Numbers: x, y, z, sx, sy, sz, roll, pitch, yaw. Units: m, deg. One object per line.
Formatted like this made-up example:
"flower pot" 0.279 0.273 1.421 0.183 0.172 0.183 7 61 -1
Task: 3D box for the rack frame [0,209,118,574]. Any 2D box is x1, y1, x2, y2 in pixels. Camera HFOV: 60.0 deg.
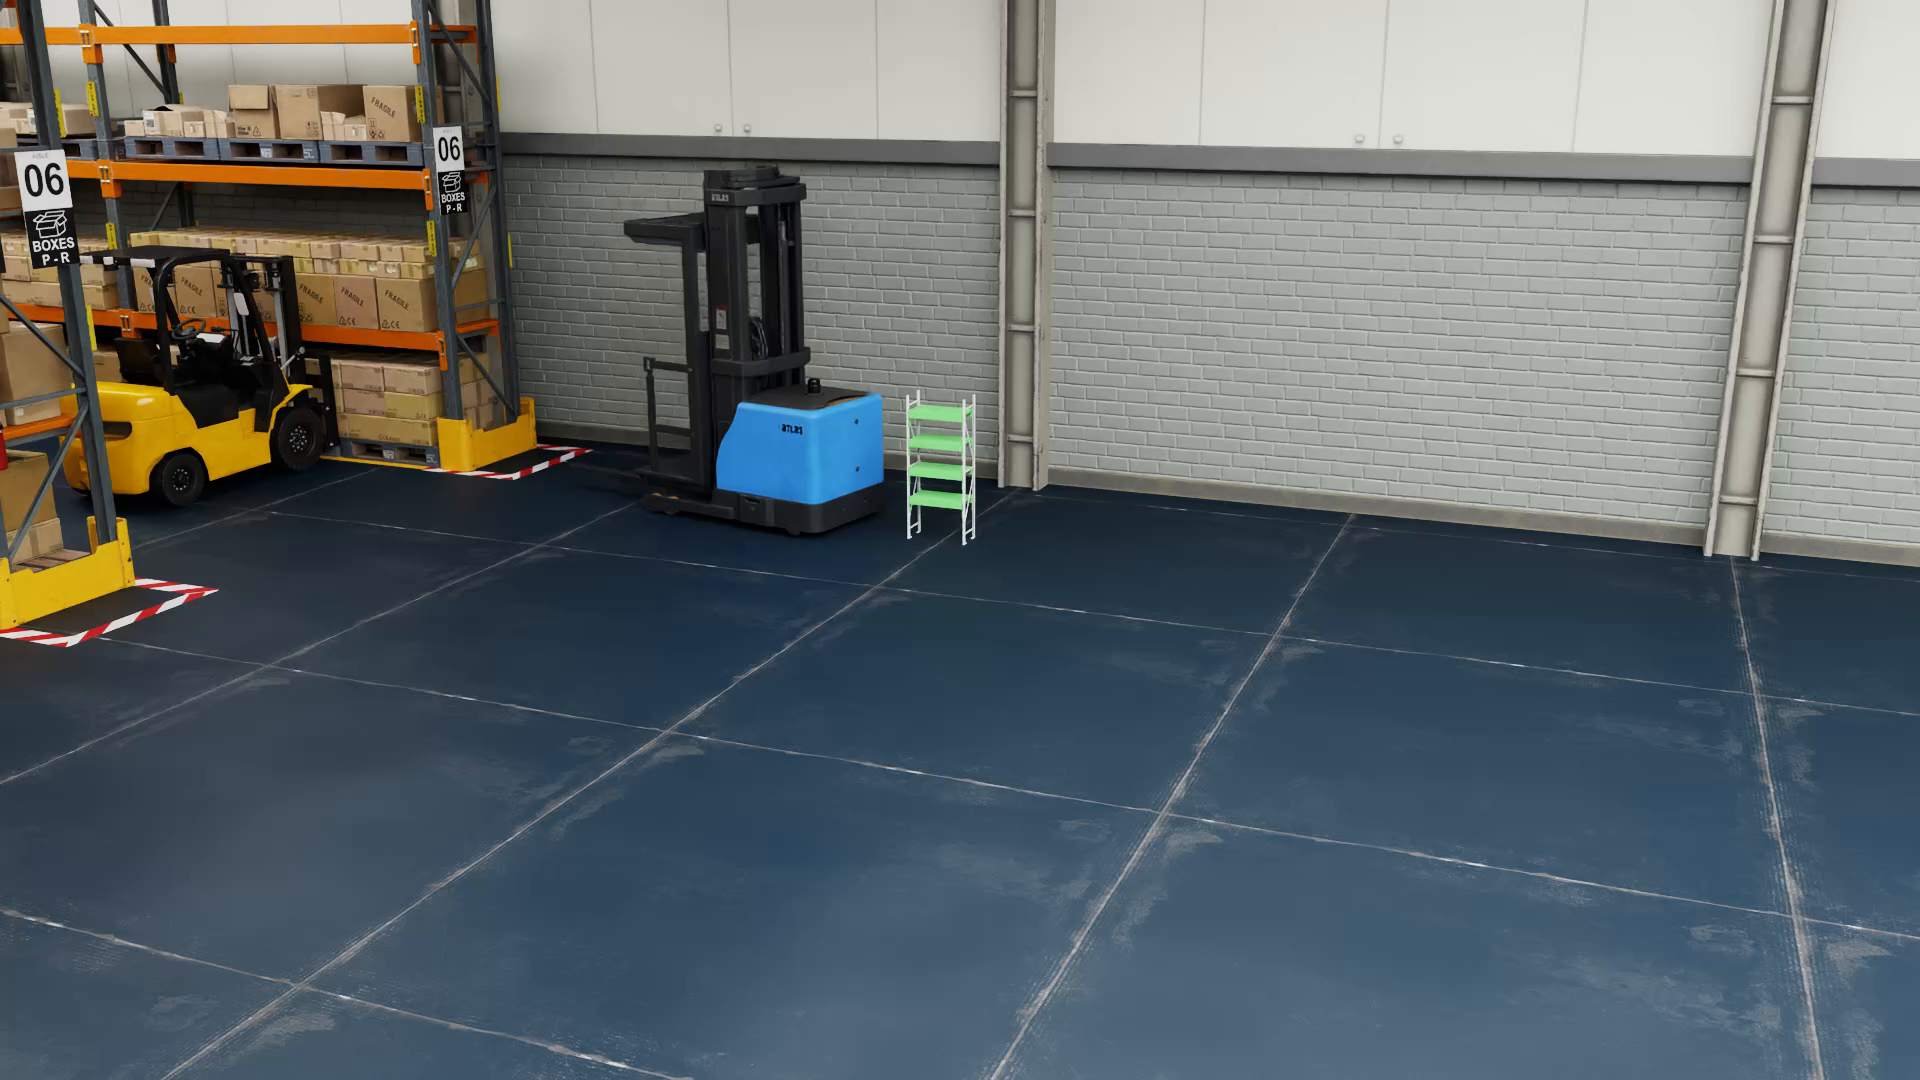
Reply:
"rack frame" -6.496 -0.972 11.642 0.127 3.000 1.000 6 17 21

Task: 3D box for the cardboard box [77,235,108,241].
"cardboard box" -9.355 -3.208 18.000 0.250 0.149 0.380 6 17 20

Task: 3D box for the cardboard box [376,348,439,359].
"cardboard box" -5.522 -1.770 16.774 0.500 0.250 0.500 6 17 21

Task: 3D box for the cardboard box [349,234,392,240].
"cardboard box" -5.873 -2.961 16.615 0.250 0.149 0.380 7 18 22

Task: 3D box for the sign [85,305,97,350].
"sign" -6.297 -1.529 12.006 0.005 0.325 0.100 6 17 21

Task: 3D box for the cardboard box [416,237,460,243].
"cardboard box" -5.137 -2.895 16.391 0.250 0.149 0.380 7 18 23

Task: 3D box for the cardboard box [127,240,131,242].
"cardboard box" -8.648 -3.120 17.698 0.250 0.149 0.380 6 17 19

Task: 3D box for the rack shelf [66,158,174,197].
"rack shelf" -10.260 -3.969 17.874 4.000 0.370 1.077 6 17 21

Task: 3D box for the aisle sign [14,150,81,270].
"aisle sign" -6.325 -2.295 11.535 0.004 0.787 0.394 6 17 21

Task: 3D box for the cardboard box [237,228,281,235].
"cardboard box" -7.266 -3.148 17.260 0.250 0.149 0.380 6 17 20

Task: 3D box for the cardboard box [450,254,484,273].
"cardboard box" -4.899 -2.721 16.325 0.250 0.149 0.380 6 17 19

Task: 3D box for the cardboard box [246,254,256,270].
"cardboard box" -7.019 -2.789 16.559 0.250 0.149 0.380 6 17 19

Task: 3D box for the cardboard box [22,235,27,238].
"cardboard box" -10.049 -3.288 18.277 0.250 0.149 0.380 6 17 21

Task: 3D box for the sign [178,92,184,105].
"sign" -8.197 -4.540 17.482 0.005 0.325 0.100 6 17 21

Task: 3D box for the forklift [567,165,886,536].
"forklift" -2.158 -1.735 14.393 3.031 2.935 1.130 10 19 31

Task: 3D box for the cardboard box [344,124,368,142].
"cardboard box" -5.561 -3.835 15.643 0.250 0.149 0.380 6 17 19

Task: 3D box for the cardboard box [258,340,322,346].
"cardboard box" -6.928 -1.927 17.317 0.500 0.250 0.500 6 17 21

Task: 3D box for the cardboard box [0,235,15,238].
"cardboard box" -10.450 -3.198 17.966 0.250 0.149 0.380 6 17 21

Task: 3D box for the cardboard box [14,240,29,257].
"cardboard box" -9.768 -3.102 17.635 0.250 0.149 0.380 6 17 19

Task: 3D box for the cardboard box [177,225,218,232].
"cardboard box" -7.991 -3.217 17.499 0.250 0.149 0.380 6 17 21

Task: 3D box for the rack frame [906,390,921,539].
"rack frame" -0.381 -0.618 13.651 0.015 1.200 0.240 6 17 21

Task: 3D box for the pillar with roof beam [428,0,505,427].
"pillar with roof beam" -6.575 -4.329 12.446 0.400 9.000 9.100 6 17 21

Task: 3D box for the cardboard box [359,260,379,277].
"cardboard box" -5.571 -2.643 16.055 0.250 0.149 0.380 7 17 22

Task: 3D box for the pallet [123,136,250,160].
"pallet" -7.596 -3.987 16.804 1.213 0.211 1.003 6 17 21

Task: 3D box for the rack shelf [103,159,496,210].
"rack shelf" -6.539 -3.560 16.465 4.000 0.370 1.077 6 17 21

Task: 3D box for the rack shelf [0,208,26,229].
"rack shelf" -8.357 -2.272 12.029 4.000 0.370 1.077 6 17 21

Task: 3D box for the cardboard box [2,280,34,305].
"cardboard box" -9.885 -2.689 17.827 0.500 0.250 0.500 6 17 21

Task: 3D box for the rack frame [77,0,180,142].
"rack frame" -8.399 -5.550 16.651 0.127 3.000 1.000 6 17 21

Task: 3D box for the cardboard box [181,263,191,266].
"cardboard box" -7.705 -2.882 16.879 0.250 0.149 0.380 6 17 21

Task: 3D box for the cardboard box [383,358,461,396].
"cardboard box" -5.221 -1.587 16.147 0.500 0.250 0.500 7 18 22

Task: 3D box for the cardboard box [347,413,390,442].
"cardboard box" -5.690 -1.161 16.470 0.500 0.250 0.500 6 17 21

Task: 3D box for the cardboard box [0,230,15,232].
"cardboard box" -10.772 -3.363 18.535 0.250 0.149 0.380 6 17 20

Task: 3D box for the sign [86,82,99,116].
"sign" -8.589 -4.367 16.465 0.005 0.325 0.100 6 17 21

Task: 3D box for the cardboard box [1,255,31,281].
"cardboard box" -9.905 -2.926 17.743 0.500 0.250 0.500 7 17 22

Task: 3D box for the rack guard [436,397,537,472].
"rack guard" -4.656 -1.057 16.418 0.348 0.500 1.175 6 17 21

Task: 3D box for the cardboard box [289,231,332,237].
"cardboard box" -6.588 -3.044 16.902 0.250 0.149 0.380 7 18 22

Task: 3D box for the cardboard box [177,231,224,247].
"cardboard box" -7.695 -3.035 16.871 0.250 0.149 0.380 6 17 20

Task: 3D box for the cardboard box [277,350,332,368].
"cardboard box" -6.640 -1.741 16.676 0.500 0.250 0.500 6 17 20

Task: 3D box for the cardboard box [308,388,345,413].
"cardboard box" -6.196 -1.451 16.575 0.500 0.250 0.500 6 17 19

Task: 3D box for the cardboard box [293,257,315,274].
"cardboard box" -6.306 -2.707 16.275 0.250 0.149 0.380 6 17 21

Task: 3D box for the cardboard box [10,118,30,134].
"cardboard box" -9.534 -4.272 17.148 0.250 0.149 0.380 6 17 20

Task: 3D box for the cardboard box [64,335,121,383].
"cardboard box" -9.608 -1.862 18.214 0.625 0.625 0.875 6 17 20

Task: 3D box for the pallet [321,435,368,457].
"pallet" -6.536 -1.113 17.130 1.213 0.211 1.003 6 17 21

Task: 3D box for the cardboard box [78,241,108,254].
"cardboard box" -9.045 -3.028 17.380 0.250 0.149 0.380 6 17 20

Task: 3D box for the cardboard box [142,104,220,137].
"cardboard box" -7.715 -4.168 16.498 0.500 0.311 0.500 7 17 22

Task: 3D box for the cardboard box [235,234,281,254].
"cardboard box" -6.984 -2.951 16.581 0.250 0.149 0.380 6 17 20

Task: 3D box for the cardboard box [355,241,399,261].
"cardboard box" -5.583 -2.781 15.997 0.250 0.149 0.380 7 17 22

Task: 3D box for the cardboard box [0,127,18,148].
"cardboard box" -6.752 -2.764 11.455 0.250 0.149 0.380 6 17 20

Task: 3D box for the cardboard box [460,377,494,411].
"cardboard box" -5.040 -1.483 16.684 0.500 0.250 0.500 7 17 22

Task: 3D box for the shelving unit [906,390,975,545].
"shelving unit" -0.154 -0.593 13.565 0.503 1.200 0.258 6 17 21

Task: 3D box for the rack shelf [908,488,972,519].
"rack shelf" -0.154 -0.301 13.649 0.480 0.148 0.258 6 17 21

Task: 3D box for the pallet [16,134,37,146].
"pallet" -10.415 -4.268 17.954 1.213 0.211 1.003 7 18 23

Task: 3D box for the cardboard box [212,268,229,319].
"cardboard box" -7.120 -2.503 16.738 0.500 0.500 0.500 6 17 20

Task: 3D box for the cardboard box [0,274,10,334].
"cardboard box" -7.051 -1.639 11.432 0.500 0.500 0.700 6 17 19

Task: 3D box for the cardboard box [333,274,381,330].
"cardboard box" -5.712 -2.346 16.194 0.500 0.500 0.500 7 18 22

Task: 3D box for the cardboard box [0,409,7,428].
"cardboard box" -6.922 -0.834 11.618 0.250 0.149 0.380 7 18 22

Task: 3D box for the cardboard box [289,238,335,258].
"cardboard box" -6.313 -2.849 16.230 0.250 0.149 0.380 7 17 22

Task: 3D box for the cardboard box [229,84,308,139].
"cardboard box" -6.626 -4.182 16.202 0.637 0.503 0.797 7 18 22
